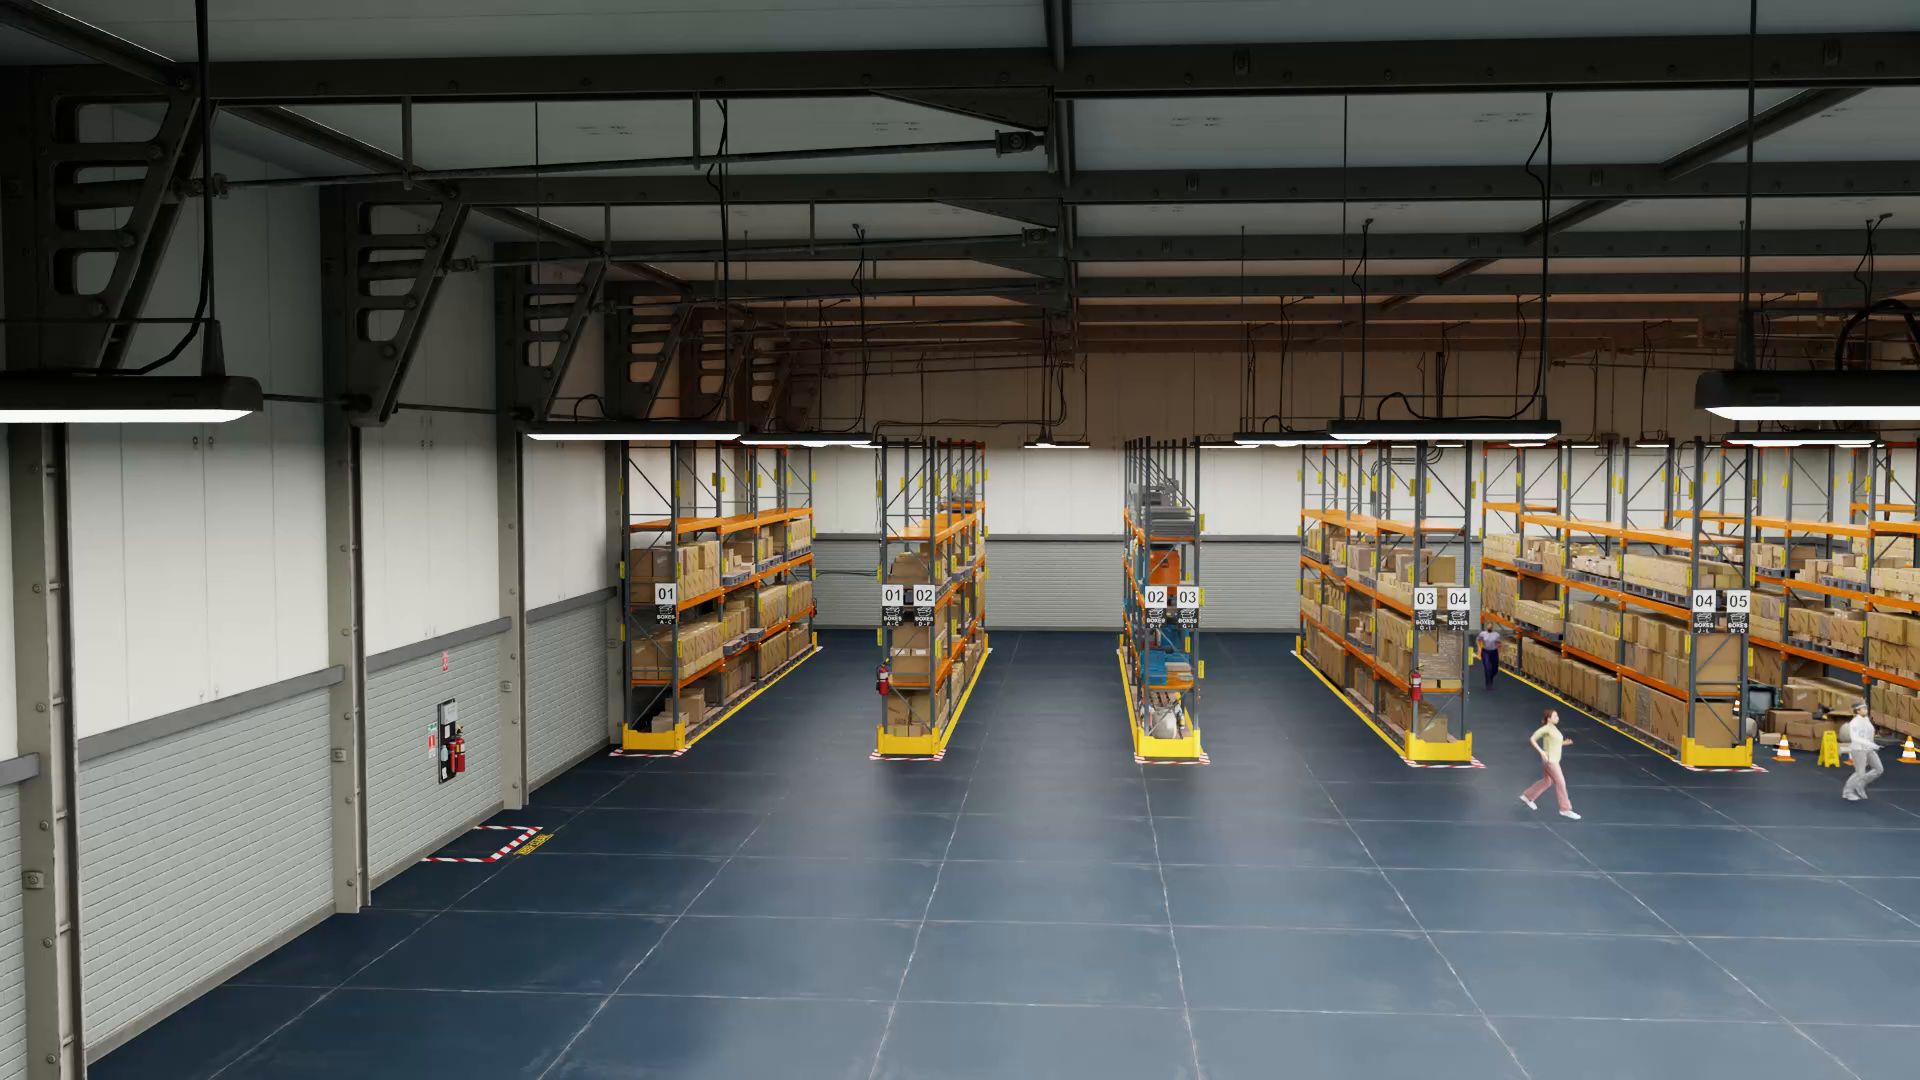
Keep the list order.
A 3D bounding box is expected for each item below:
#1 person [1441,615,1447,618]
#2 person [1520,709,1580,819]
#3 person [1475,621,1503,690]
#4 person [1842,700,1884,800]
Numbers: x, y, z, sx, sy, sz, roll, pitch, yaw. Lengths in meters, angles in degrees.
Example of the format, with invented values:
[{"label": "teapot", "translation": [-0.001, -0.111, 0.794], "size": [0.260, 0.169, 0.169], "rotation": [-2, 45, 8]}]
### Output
[{"label": "person", "translation": [13.736, 2.411, 47.320], "size": [0.514, 1.562, 0.822], "rotation": [-2, 4, -38]}, {"label": "person", "translation": [9.242, 3.466, 26.020], "size": [0.960, 1.665, 0.570], "rotation": [2, 4, 35]}, {"label": "person", "translation": [12.749, 2.771, 40.046], "size": [0.619, 1.610, 0.862], "rotation": [0, 3, 5]}, {"label": "person", "translation": [14.756, 3.428, 27.163], "size": [0.617, 1.657, 0.591], "rotation": [-2, 4, -34]}]
